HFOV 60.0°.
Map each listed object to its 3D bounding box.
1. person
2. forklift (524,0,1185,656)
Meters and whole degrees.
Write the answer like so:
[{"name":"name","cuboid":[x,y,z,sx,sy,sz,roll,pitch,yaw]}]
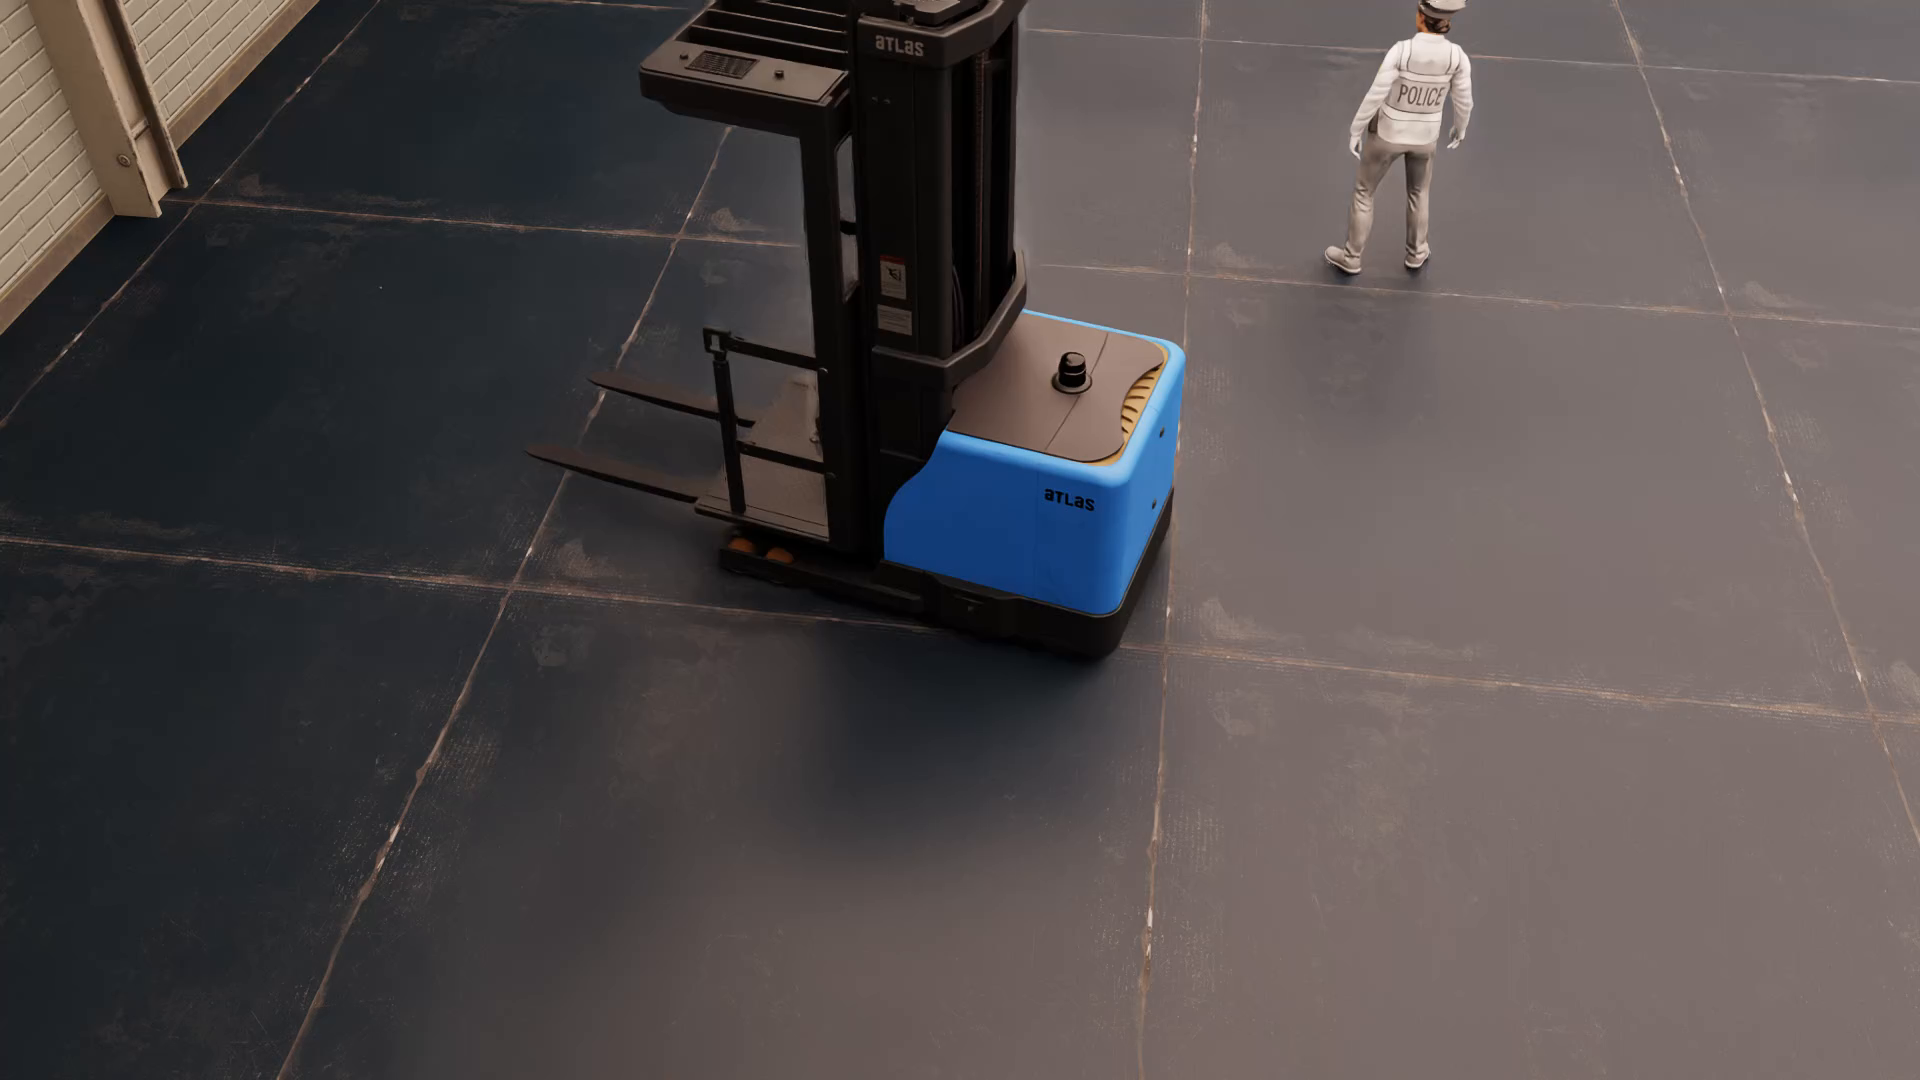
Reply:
[{"name":"person","cuboid":[2.443,-2.212,9.079,0.671,1.672,0.375,-1,43,-1]},{"name":"forklift","cuboid":[-0.576,-1.196,7.026,3.031,2.935,1.130,14,44,15]}]
